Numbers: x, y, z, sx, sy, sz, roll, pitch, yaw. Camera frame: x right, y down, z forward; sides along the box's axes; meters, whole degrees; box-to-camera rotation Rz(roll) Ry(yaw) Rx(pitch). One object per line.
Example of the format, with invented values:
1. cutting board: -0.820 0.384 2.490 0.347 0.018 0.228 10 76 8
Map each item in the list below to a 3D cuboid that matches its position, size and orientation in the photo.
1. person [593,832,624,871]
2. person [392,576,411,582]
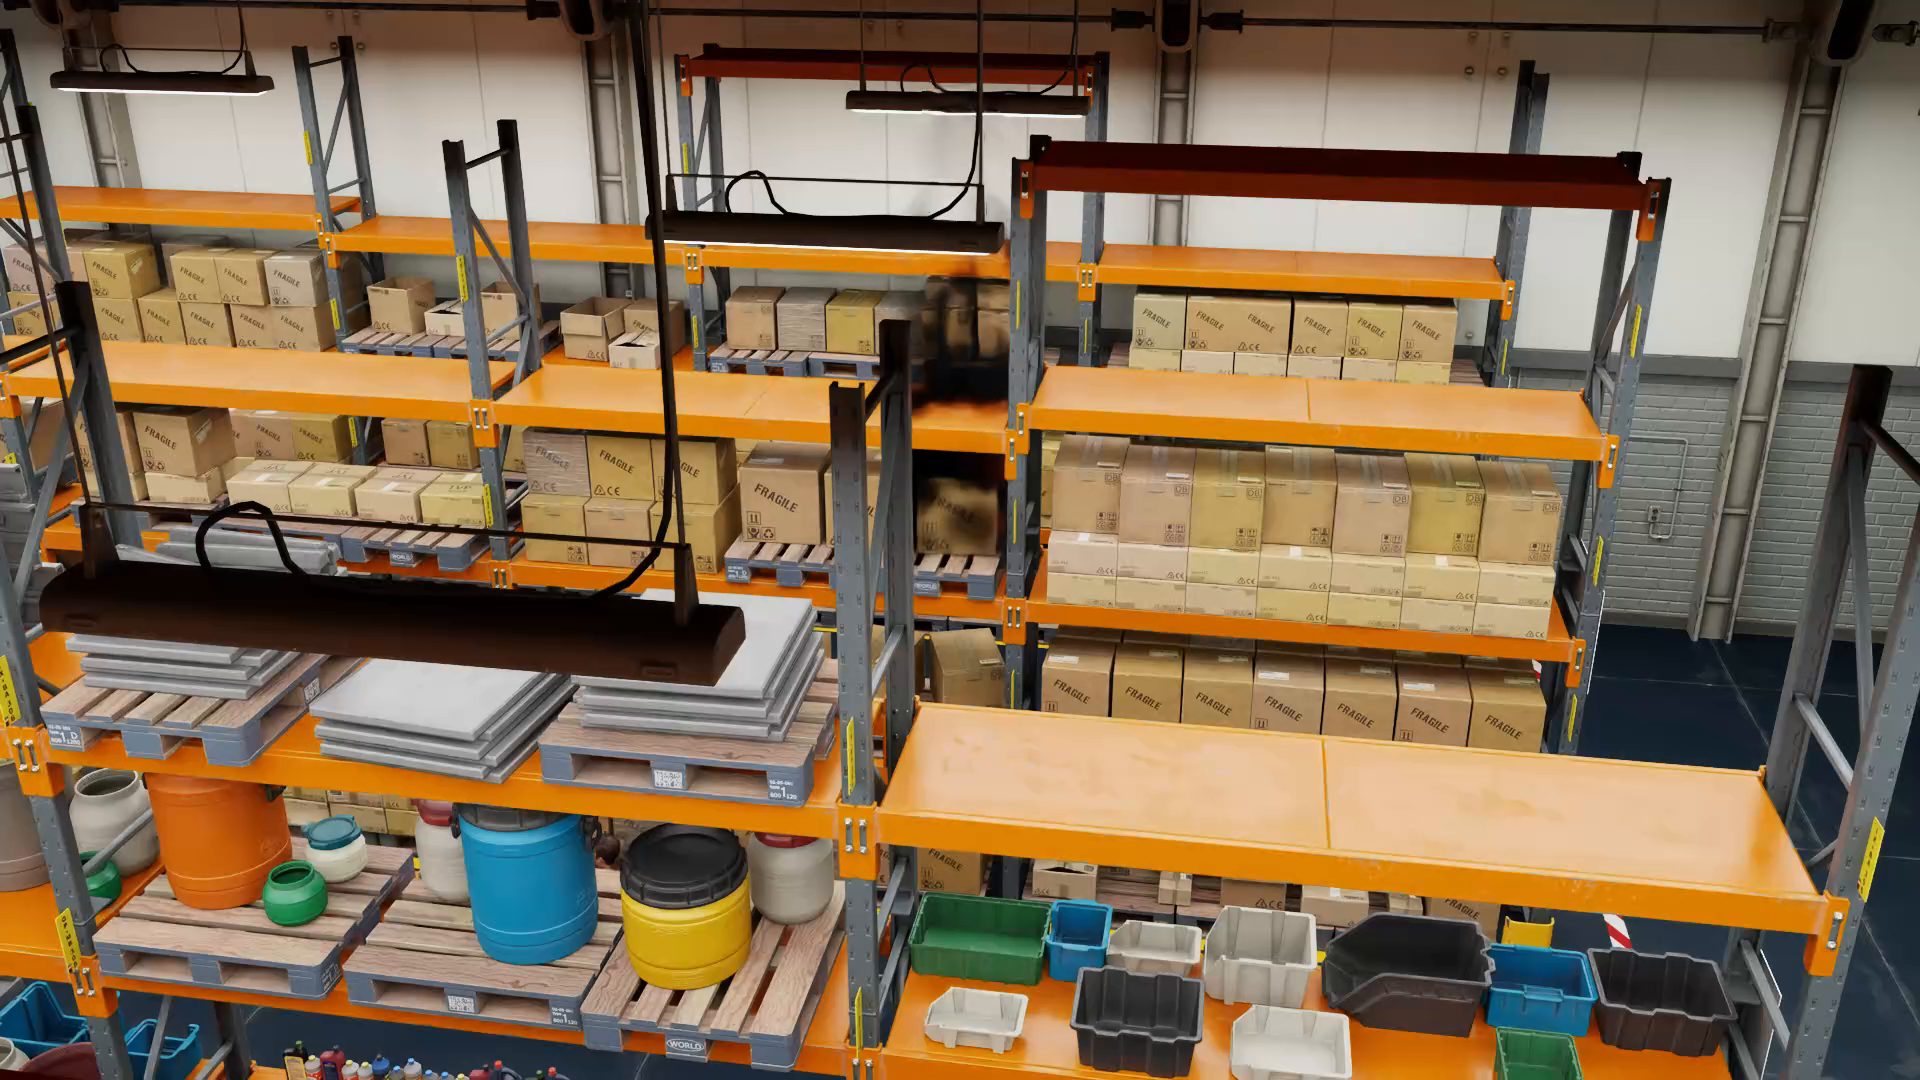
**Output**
1. person: -2.490 2.772 11.651 1.053 1.626 0.581 1 23 3
2. person: -5.064 1.109 15.616 0.926 1.656 0.562 1 23 2
